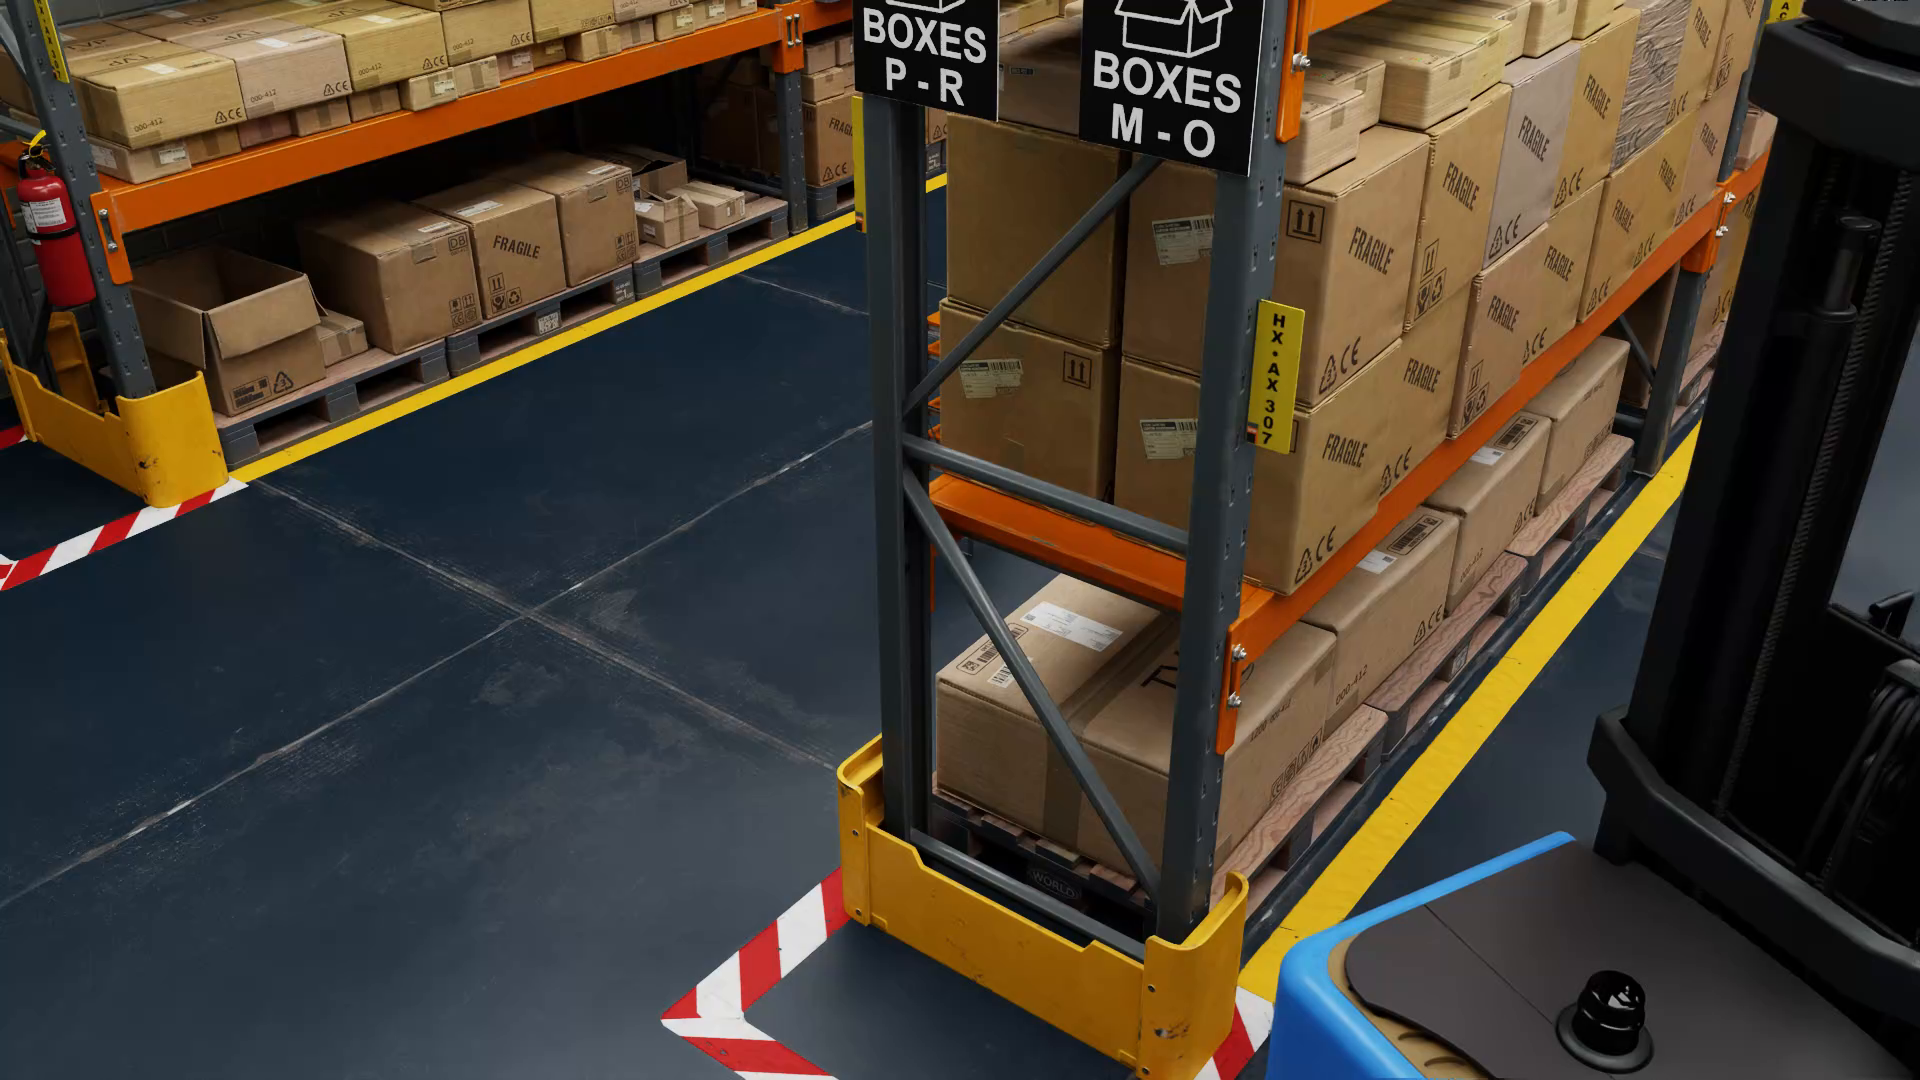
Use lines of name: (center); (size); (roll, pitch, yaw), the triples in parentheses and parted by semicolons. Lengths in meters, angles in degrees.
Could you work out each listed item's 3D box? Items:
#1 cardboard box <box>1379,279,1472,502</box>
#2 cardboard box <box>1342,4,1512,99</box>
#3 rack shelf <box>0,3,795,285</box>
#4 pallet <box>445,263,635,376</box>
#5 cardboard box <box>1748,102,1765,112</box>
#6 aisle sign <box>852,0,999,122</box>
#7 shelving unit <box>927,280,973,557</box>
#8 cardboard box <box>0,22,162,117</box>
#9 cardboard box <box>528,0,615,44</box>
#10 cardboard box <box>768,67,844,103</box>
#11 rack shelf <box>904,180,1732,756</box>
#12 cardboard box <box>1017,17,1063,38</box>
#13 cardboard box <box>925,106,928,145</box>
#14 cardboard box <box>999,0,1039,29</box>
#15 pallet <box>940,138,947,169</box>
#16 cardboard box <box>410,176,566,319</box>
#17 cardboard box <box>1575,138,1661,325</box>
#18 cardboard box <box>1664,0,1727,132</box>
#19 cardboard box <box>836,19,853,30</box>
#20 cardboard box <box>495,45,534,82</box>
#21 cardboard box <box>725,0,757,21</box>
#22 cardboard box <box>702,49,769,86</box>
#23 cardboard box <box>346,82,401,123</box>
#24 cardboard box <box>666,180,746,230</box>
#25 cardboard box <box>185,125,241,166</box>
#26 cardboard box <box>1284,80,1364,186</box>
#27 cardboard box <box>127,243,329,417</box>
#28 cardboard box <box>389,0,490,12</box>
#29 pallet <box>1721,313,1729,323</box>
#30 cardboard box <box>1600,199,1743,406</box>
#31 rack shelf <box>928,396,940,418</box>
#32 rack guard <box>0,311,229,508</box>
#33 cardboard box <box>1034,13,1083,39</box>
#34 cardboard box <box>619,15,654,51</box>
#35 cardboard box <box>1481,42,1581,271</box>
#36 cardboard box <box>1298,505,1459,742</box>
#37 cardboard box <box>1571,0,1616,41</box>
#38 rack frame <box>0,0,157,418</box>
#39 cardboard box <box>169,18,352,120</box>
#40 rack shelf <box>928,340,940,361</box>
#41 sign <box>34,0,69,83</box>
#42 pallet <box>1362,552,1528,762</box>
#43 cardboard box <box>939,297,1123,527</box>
cardboard box: (1.015, -0.466, 4.496); (0.500, 0.500, 0.500); (21, 36, 31)
cardboard box: (1.142, -1.225, 4.159); (0.380, 0.149, 0.250); (20, 36, 30)
rack shelf: (-2.539, -2.132, 8.110); (1.077, 0.370, 4.000); (21, 37, 31)
pallet: (-2.483, -1.277, 8.699); (1.003, 0.211, 1.213); (21, 37, 31)
cardboard box: (3.118, -1.971, 6.790); (0.500, 0.250, 0.500); (20, 36, 30)
aisle sign: (-0.078, -1.287, 3.429); (0.394, 0.787, 0.004); (21, 37, 31)
shelving unit: (0.009, -0.522, 6.454); (0.258, 1.200, 0.189); (21, 37, 31)
cardboard box: (-3.680, -1.960, 6.971); (0.500, 0.250, 0.500); (22, 37, 33)
cardboard box: (-2.047, -2.629, 8.099); (0.500, 0.250, 0.500); (21, 36, 31)
cardboard box: (-0.903, -2.702, 9.771); (0.380, 0.149, 0.250); (23, 38, 33)
rack shelf: (1.420, -0.606, 5.535); (1.077, 0.370, 4.000); (21, 37, 31)
cardboard box: (0.374, -3.333, 11.472); (0.500, 0.500, 0.500); (23, 38, 33)
cardboard box: (-0.547, -2.706, 10.414); (0.500, 0.500, 0.500); (21, 36, 31)
cardboard box: (0.306, -3.577, 11.247); (0.380, 0.149, 0.250); (21, 36, 31)
pallet: (-0.135, -2.895, 11.427); (1.003, 0.211, 1.213); (21, 37, 31)
cardboard box: (-2.356, -1.473, 8.332); (0.500, 0.500, 0.500); (22, 37, 32)
cardboard box: (1.953, -1.084, 5.539); (0.500, 0.500, 0.500); (21, 36, 31)
cardboard box: (2.250, -1.721, 5.632); (0.500, 0.500, 0.500); (21, 36, 31)
cardboard box: (-0.703, -3.294, 10.770); (0.380, 0.149, 0.250); (22, 37, 33)
cardboard box: (-2.269, -2.317, 7.964); (0.380, 0.149, 0.250); (21, 37, 31)
cardboard box: (-1.323, -2.939, 9.013); (0.380, 0.149, 0.250); (22, 37, 32)
cardboard box: (-1.340, -2.877, 10.066); (0.380, 0.149, 0.250); (20, 36, 29)
cardboard box: (-2.725, -1.998, 7.426); (0.380, 0.149, 0.250); (22, 37, 32)
cardboard box: (-1.434, -1.891, 9.384); (0.380, 0.149, 0.250); (20, 36, 30)
cardboard box: (-3.213, -1.687, 6.901); (0.380, 0.149, 0.250); (22, 37, 32)
cardboard box: (0.648, -0.913, 3.634); (0.380, 0.149, 0.250); (22, 37, 32)
cardboard box: (-3.302, -0.954, 7.455); (0.797, 0.503, 0.637); (20, 36, 29)
cardboard box: (-2.353, -2.726, 7.527); (0.500, 0.500, 0.500); (22, 37, 32)
pallet: (3.769, -1.363, 8.843); (1.003, 0.211, 1.213); (21, 37, 31)
cardboard box: (2.938, -1.271, 7.625); (0.875, 0.875, 0.875); (22, 37, 33)
rack shelf: (0.009, -0.484, 6.477); (0.258, 0.103, 0.180); (21, 37, 31)
rack guard: (-3.701, -0.584, 7.245); (1.175, 0.500, 0.348); (21, 37, 31)
cardboard box: (0.404, -1.172, 4.071); (0.380, 0.149, 0.250); (22, 37, 32)
cardboard box: (-1.781, -2.615, 8.466); (0.380, 0.149, 0.250); (22, 37, 33)
cardboard box: (1.341, -1.106, 4.596); (0.500, 0.500, 0.500); (21, 36, 31)
cardboard box: (1.077, 0.146, 5.663); (0.875, 0.438, 0.875); (22, 37, 33)
cardboard box: (1.618, -1.531, 4.676); (0.380, 0.149, 0.250); (20, 36, 30)
rack frame: (-3.747, -1.628, 6.555); (1.000, 3.000, 0.127); (21, 37, 31)
cardboard box: (-2.954, -1.998, 7.035); (0.500, 0.250, 0.500); (22, 37, 32)
rack shelf: (0.009, -0.690, 6.354); (0.258, 0.103, 0.180); (21, 37, 31)
sign: (-3.314, -1.834, 6.053); (0.100, 0.325, 0.005); (21, 37, 31)
pallet: (1.370, 0.255, 6.113); (1.003, 0.211, 1.213); (21, 37, 31)
cardboard box: (0.293, -0.423, 4.423); (0.500, 0.500, 0.500); (21, 37, 32)
